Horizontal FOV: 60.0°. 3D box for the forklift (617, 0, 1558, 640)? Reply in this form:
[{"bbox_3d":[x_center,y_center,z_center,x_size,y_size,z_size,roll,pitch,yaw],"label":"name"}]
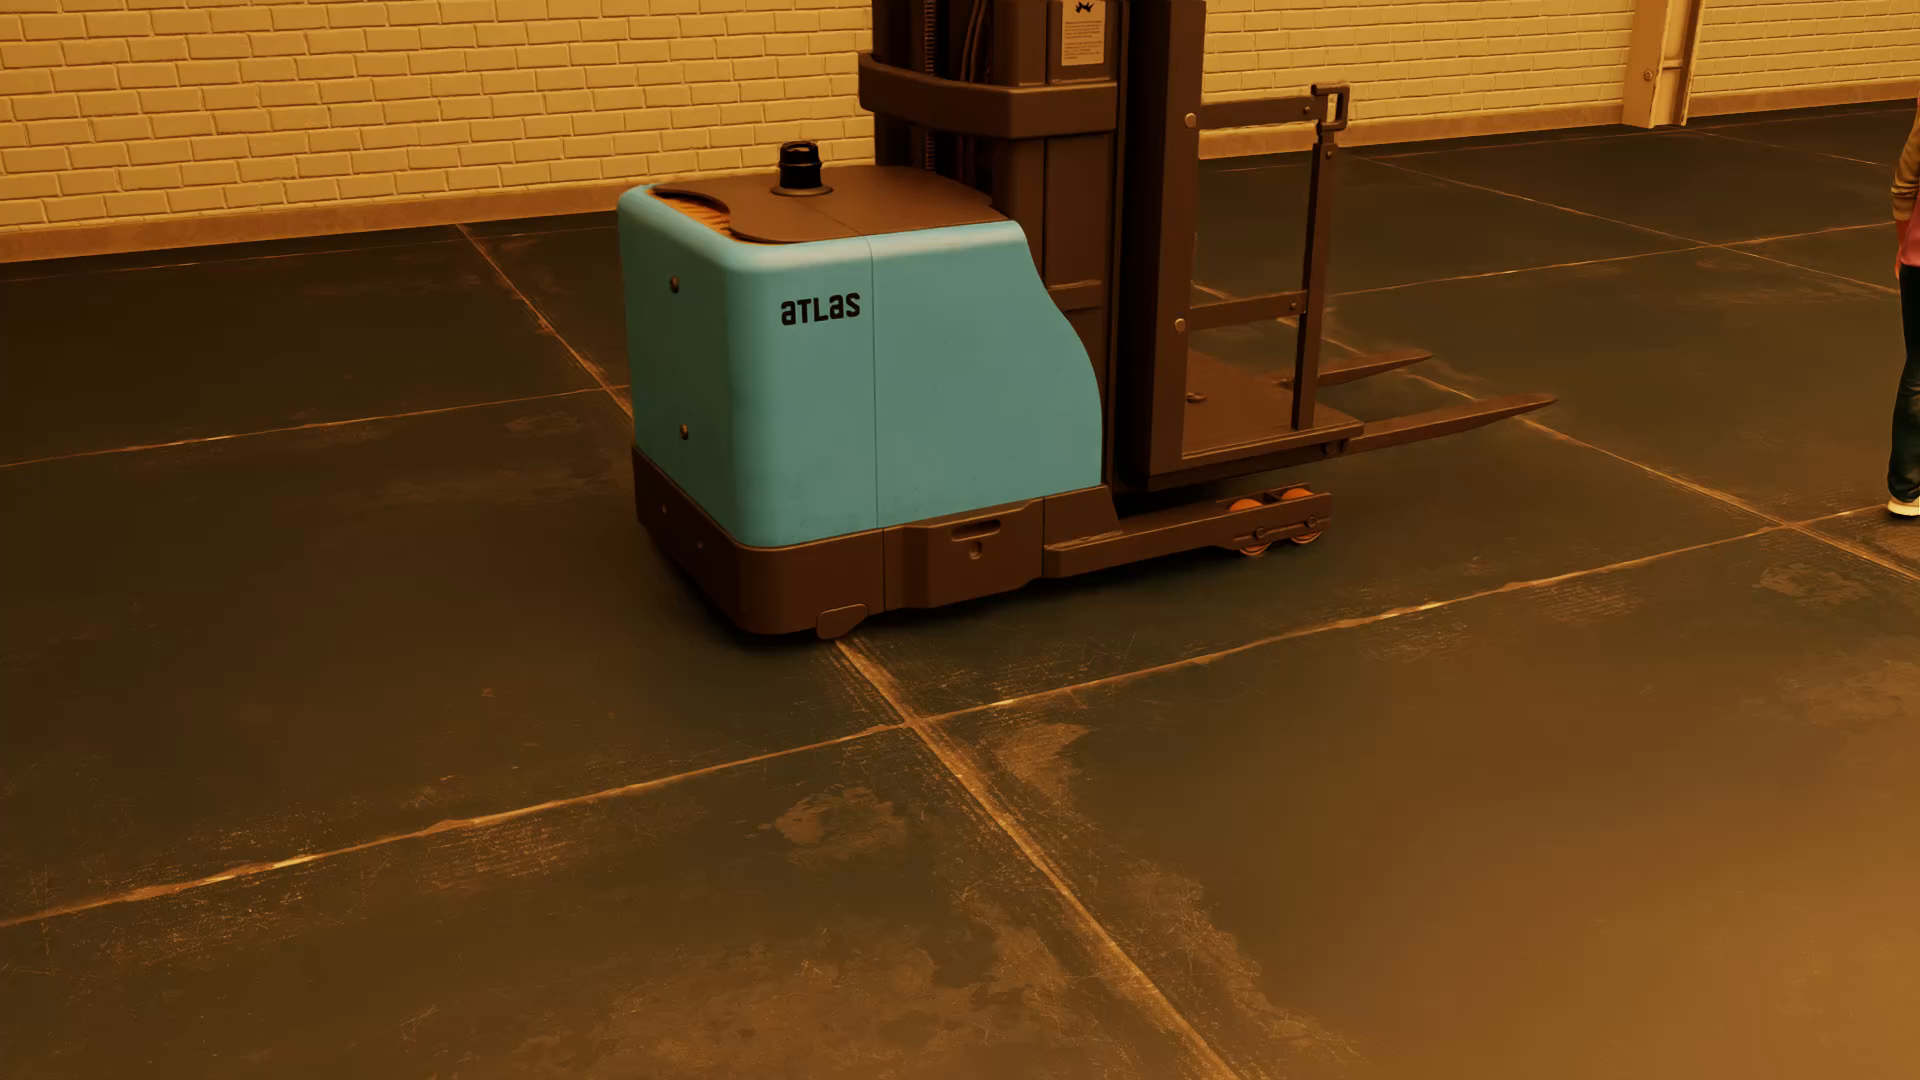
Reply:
[{"bbox_3d":[0.556,-1.474,4.835,3.031,2.935,1.130,-11,25,-26],"label":"forklift"}]

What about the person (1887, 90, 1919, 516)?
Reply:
[{"bbox_3d":[3.071,-0.824,4.997,0.473,1.595,0.518,-11,25,-24],"label":"person"}]
